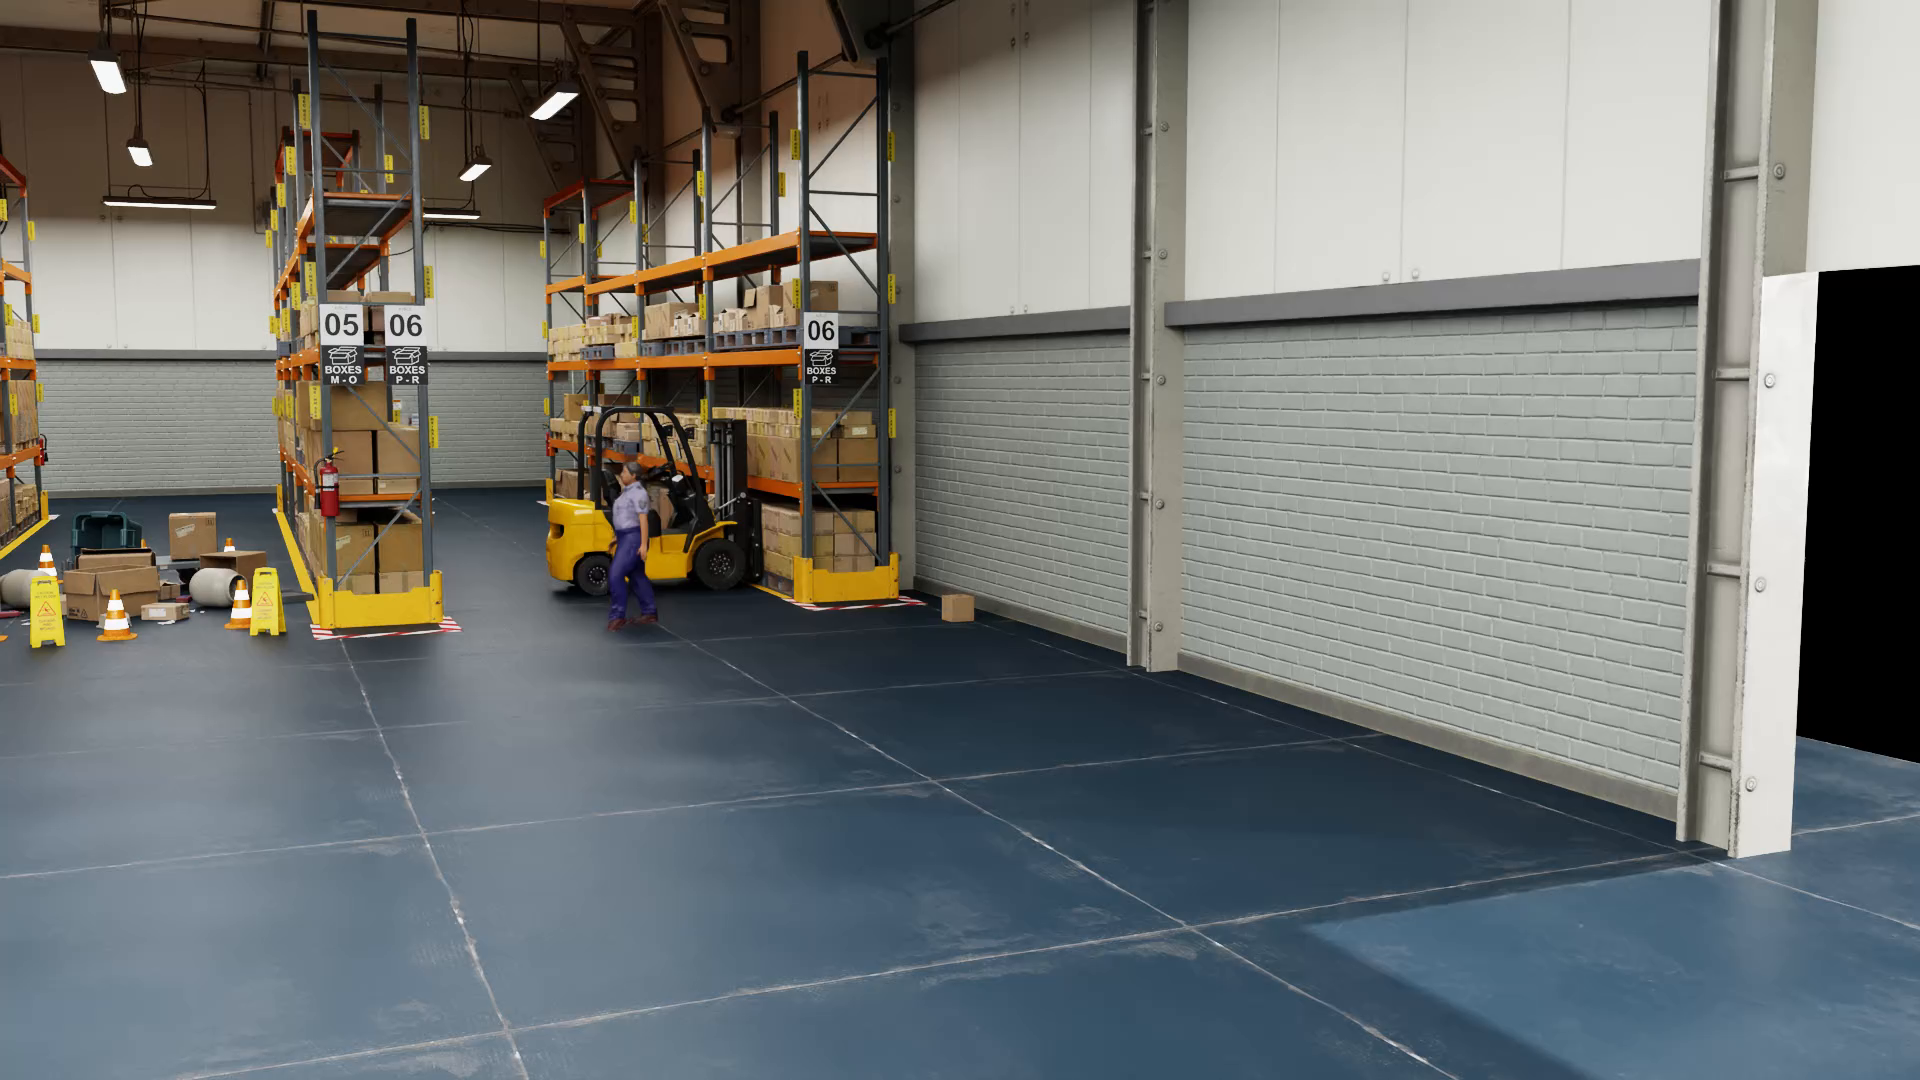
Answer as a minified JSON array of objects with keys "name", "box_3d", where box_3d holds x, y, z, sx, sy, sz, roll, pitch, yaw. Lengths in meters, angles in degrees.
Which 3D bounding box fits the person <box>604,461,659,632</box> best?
[{"name":"person","box_3d":[-3.294,0.078,16.492,0.605,1.718,0.514,-2,6,-22]}]
